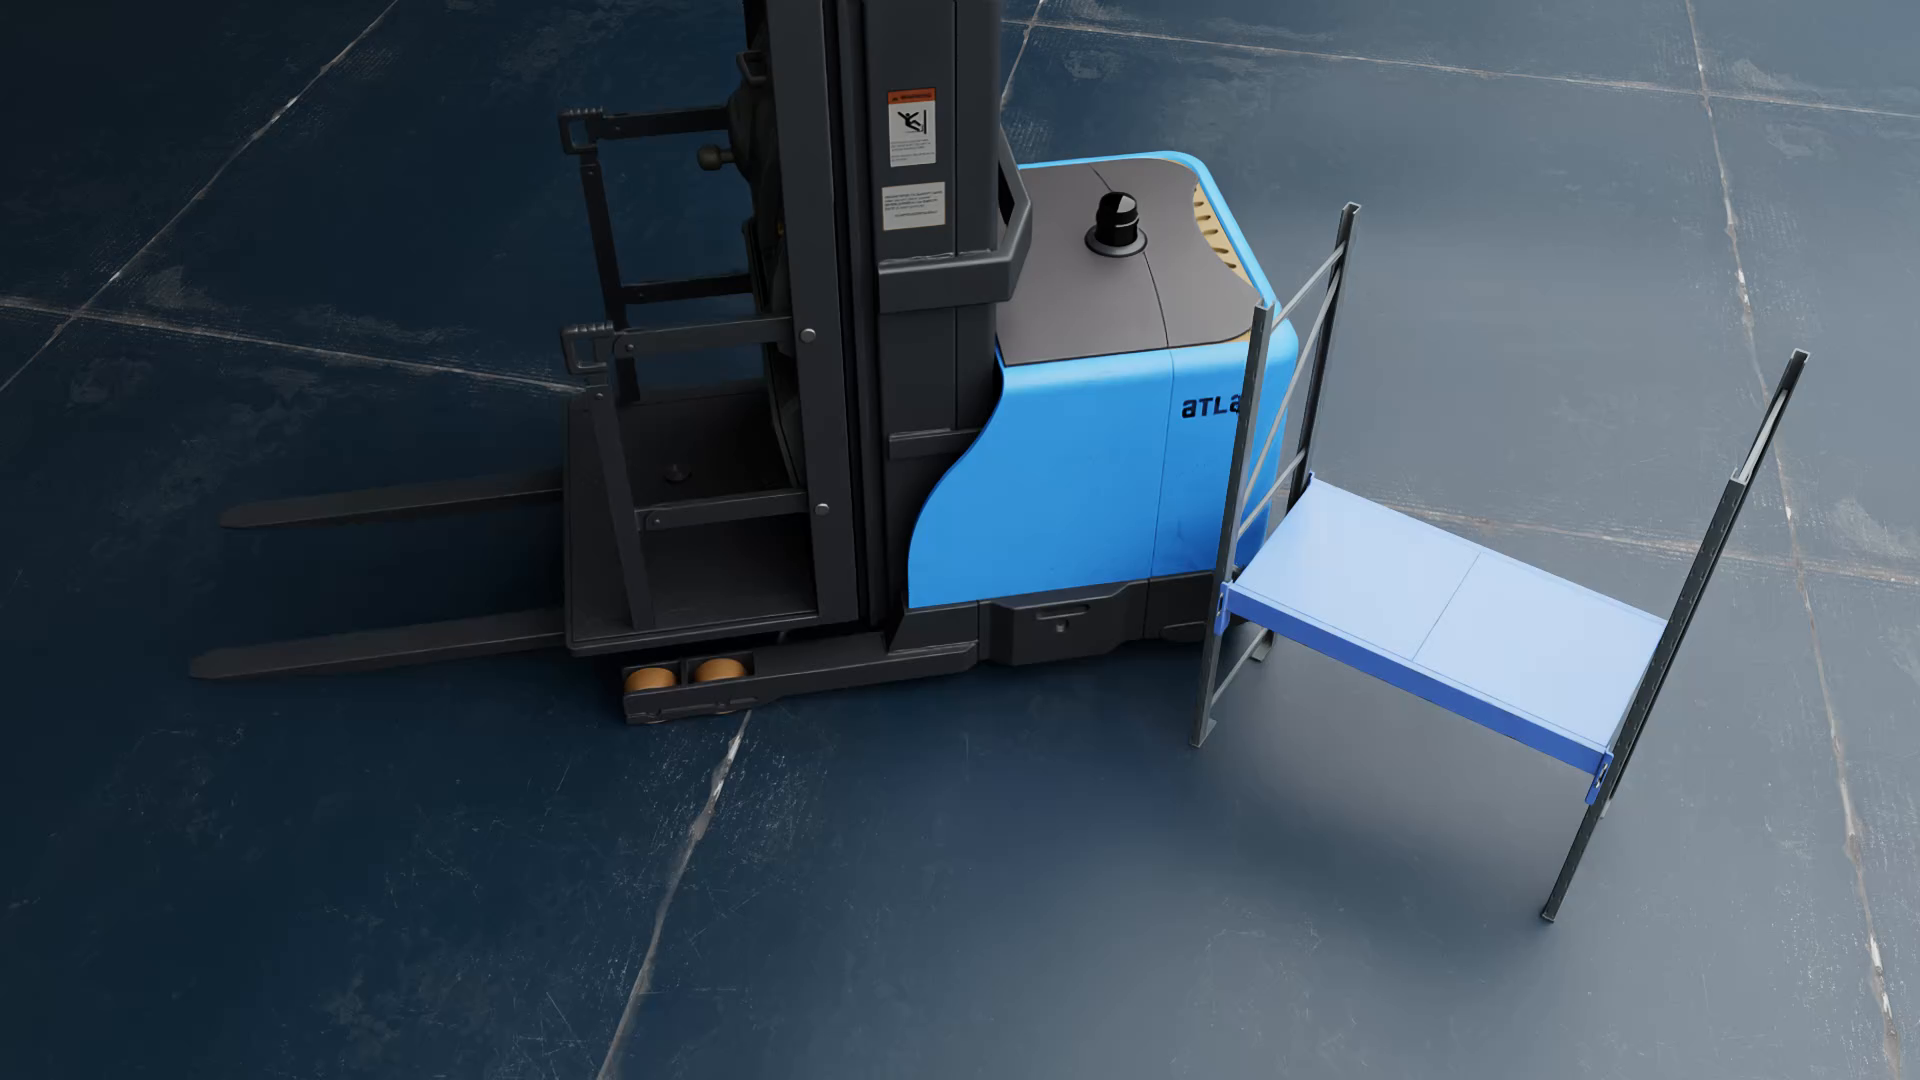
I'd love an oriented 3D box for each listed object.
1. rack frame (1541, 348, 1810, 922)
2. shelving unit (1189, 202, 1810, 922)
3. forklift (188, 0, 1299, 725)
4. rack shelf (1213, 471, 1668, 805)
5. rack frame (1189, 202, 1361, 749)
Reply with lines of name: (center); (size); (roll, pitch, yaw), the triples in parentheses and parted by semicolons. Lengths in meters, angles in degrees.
rack frame: (1.637, 0.285, 3.873); (0.032, 1.500, 0.500); (25, 49, 24)
shelving unit: (1.214, 0.089, 4.076); (1.048, 1.500, 0.538); (25, 49, 24)
forklift: (-0.679, -0.935, 4.107); (3.031, 2.935, 1.130); (-7, 44, -7)
rack shelf: (1.214, 0.219, 4.201); (1.000, 0.185, 0.538); (25, 49, 24)
rack frame: (0.792, -0.107, 4.280); (0.032, 1.500, 0.500); (25, 49, 24)
